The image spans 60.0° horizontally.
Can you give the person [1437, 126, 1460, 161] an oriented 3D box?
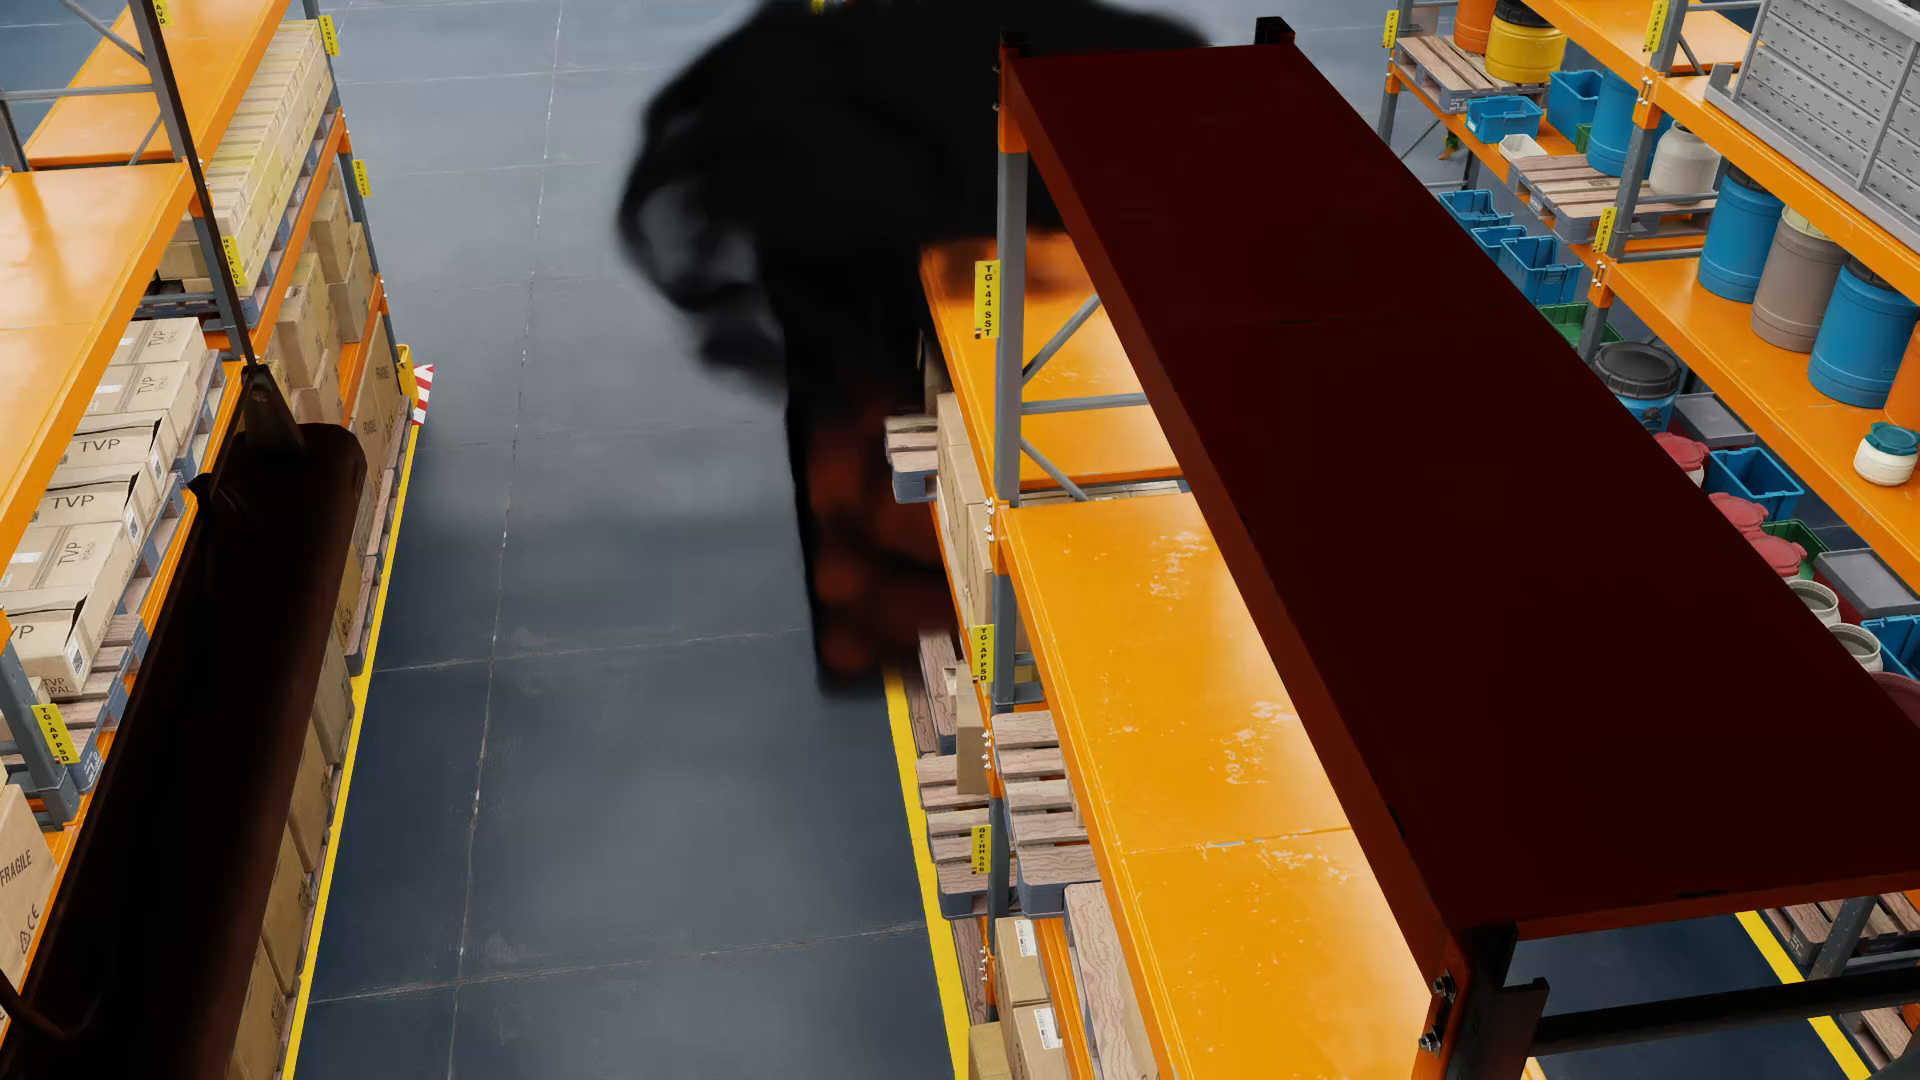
[{"bbox_3d":[5.957,-5.208,19.063,0.878,1.842,0.632,9,37,12],"label":"person"}]
